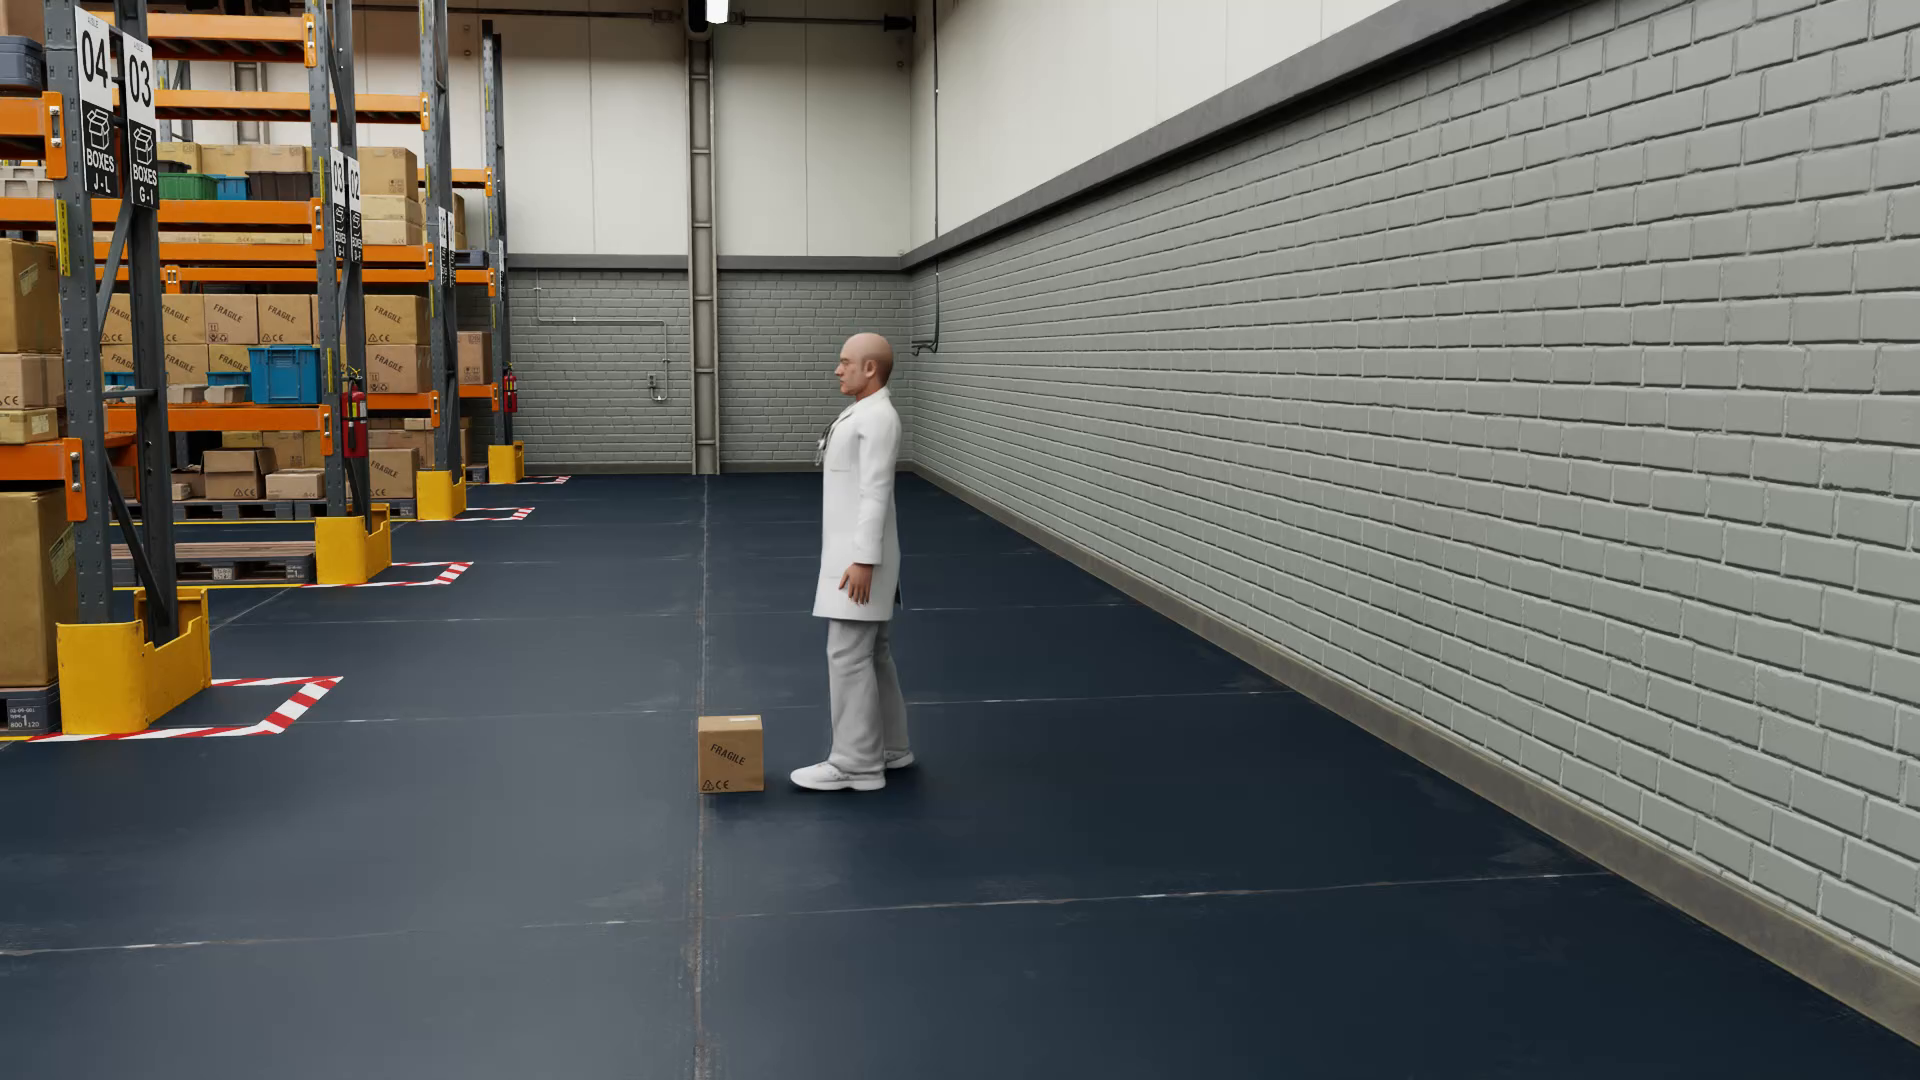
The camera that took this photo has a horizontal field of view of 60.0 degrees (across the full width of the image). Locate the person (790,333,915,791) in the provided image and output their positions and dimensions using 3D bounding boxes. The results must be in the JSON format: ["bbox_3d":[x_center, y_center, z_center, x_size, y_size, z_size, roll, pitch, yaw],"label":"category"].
[{"bbox_3d":[-0.419,0.092,6.543,0.517,1.804,0.585,-1,6,-7],"label":"person"}]
